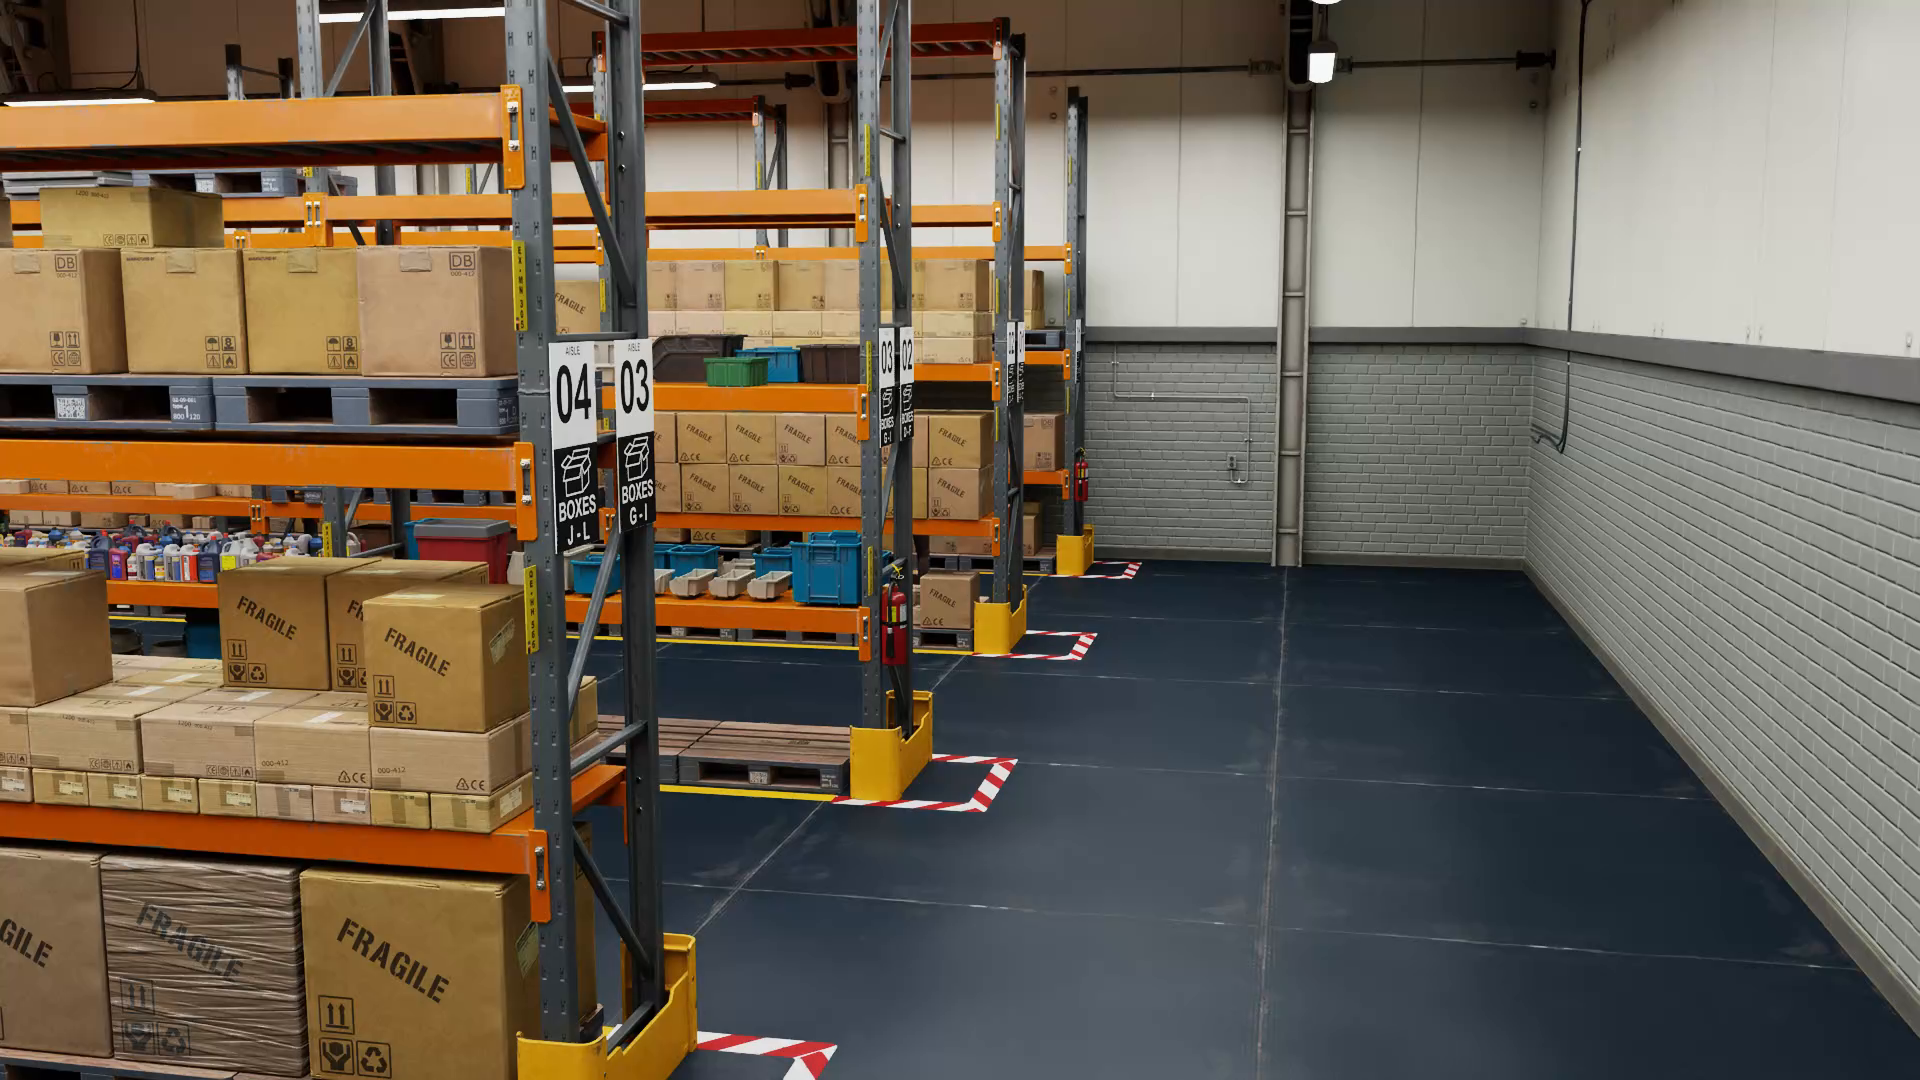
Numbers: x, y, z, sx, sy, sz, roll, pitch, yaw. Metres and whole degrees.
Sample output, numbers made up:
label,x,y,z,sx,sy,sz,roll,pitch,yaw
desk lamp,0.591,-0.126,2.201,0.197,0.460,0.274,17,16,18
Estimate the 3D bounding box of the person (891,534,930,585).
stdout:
label,x,y,z,sx,sy,sz,roll,pitch,yaw
person,-0.575,-0.187,19.257,0.592,1.718,0.474,1,8,8
